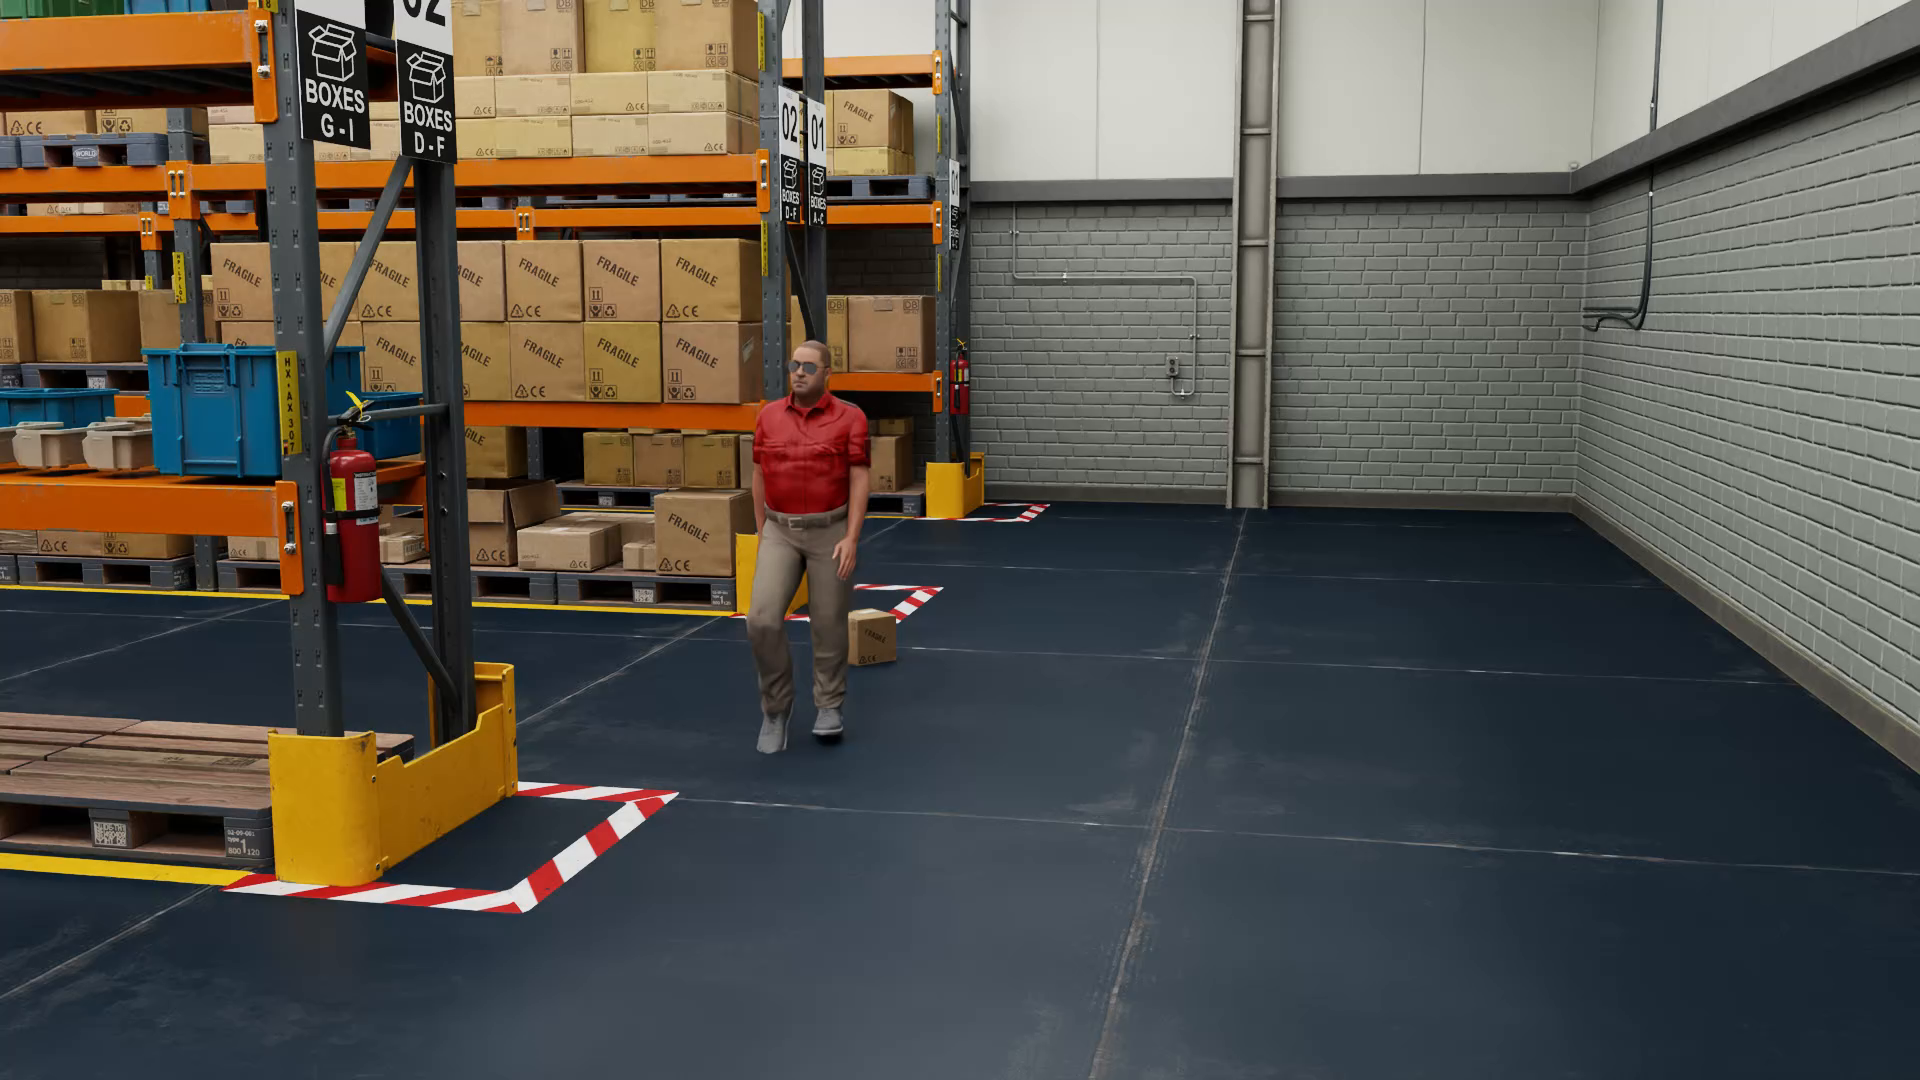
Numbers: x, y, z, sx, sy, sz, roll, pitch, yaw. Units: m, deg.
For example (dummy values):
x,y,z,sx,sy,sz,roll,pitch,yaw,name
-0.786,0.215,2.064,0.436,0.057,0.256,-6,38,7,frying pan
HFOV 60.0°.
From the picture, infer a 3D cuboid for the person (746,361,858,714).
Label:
x,y,z,sx,sy,sz,roll,pitch,yaw,name
-0.666,0.004,7.150,0.442,1.541,0.504,1,8,7,person
